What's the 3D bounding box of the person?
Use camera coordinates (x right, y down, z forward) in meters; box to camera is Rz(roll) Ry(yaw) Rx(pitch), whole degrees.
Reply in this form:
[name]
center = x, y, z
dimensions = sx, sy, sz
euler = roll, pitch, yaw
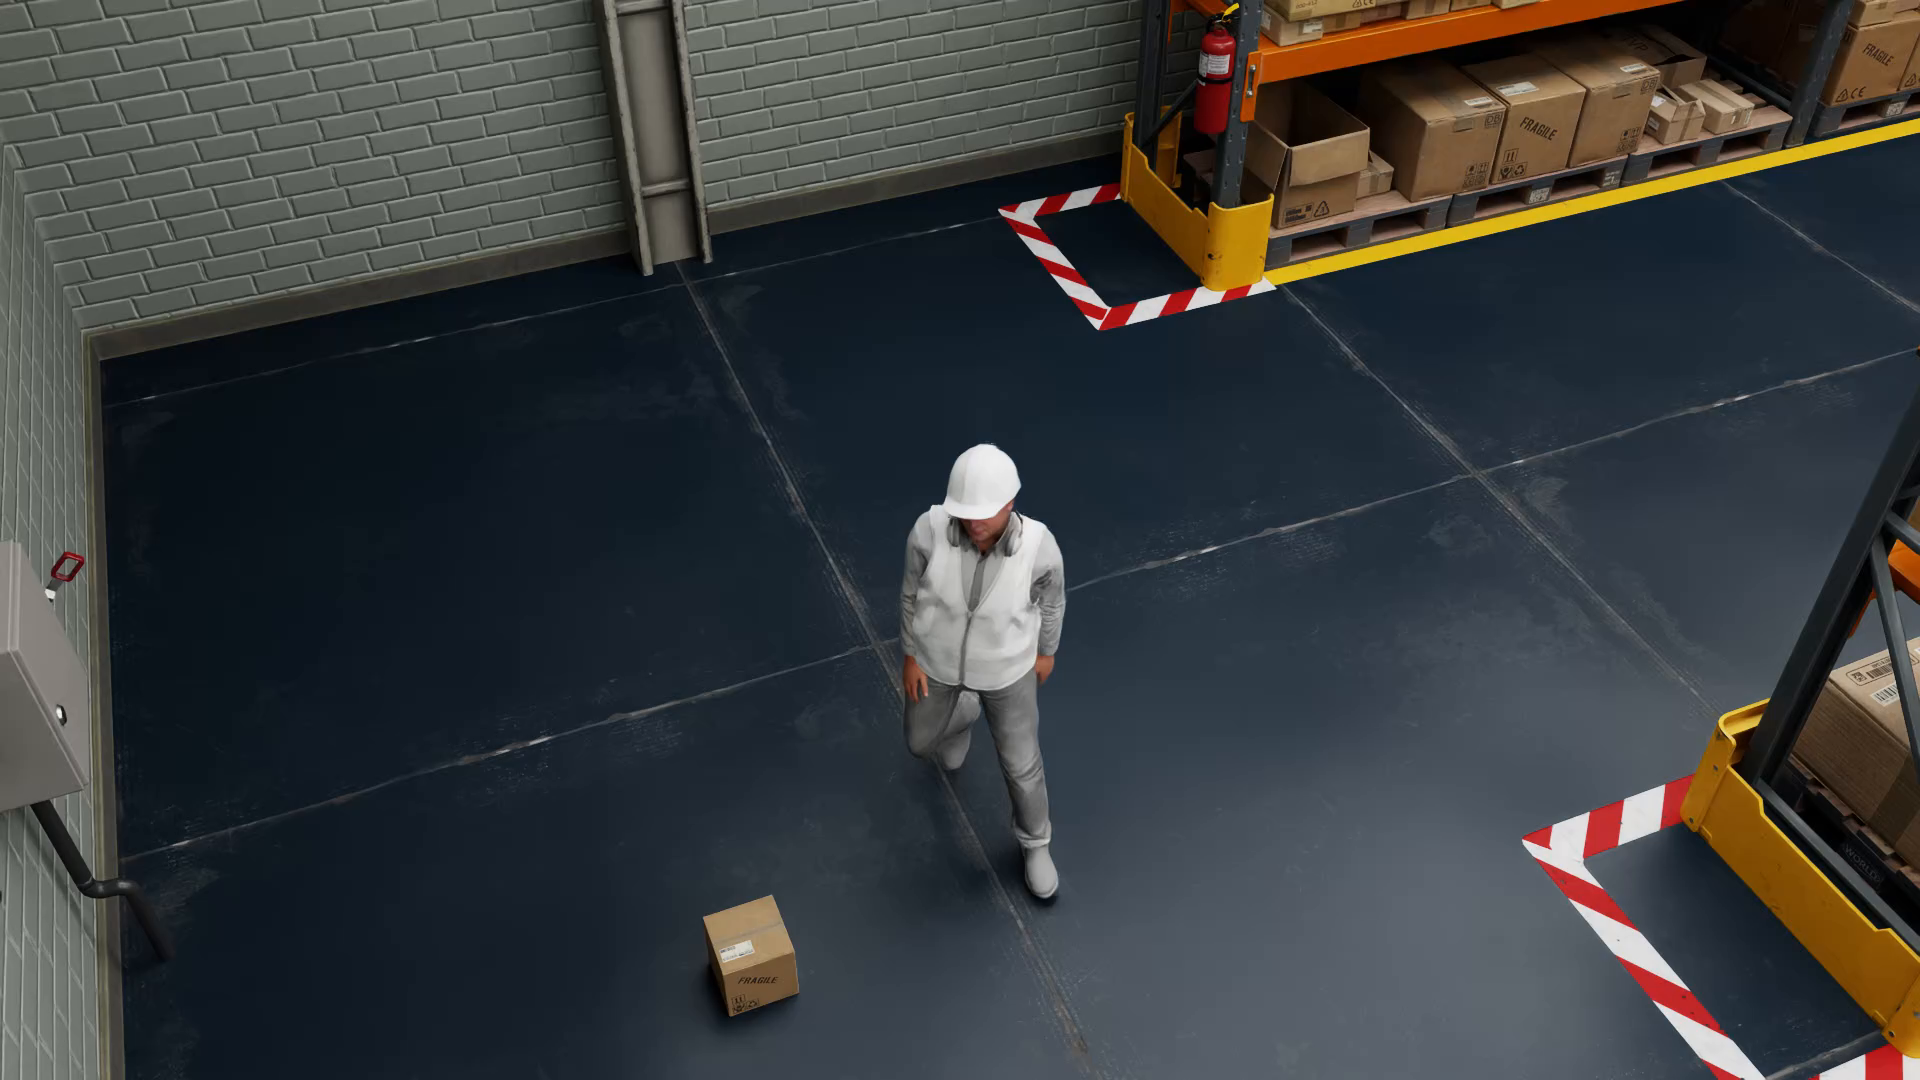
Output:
[person]
center = 0.114, 0.378, 5.696
dimensions = 0.619, 1.759, 0.715
euler = 8, 42, 9
